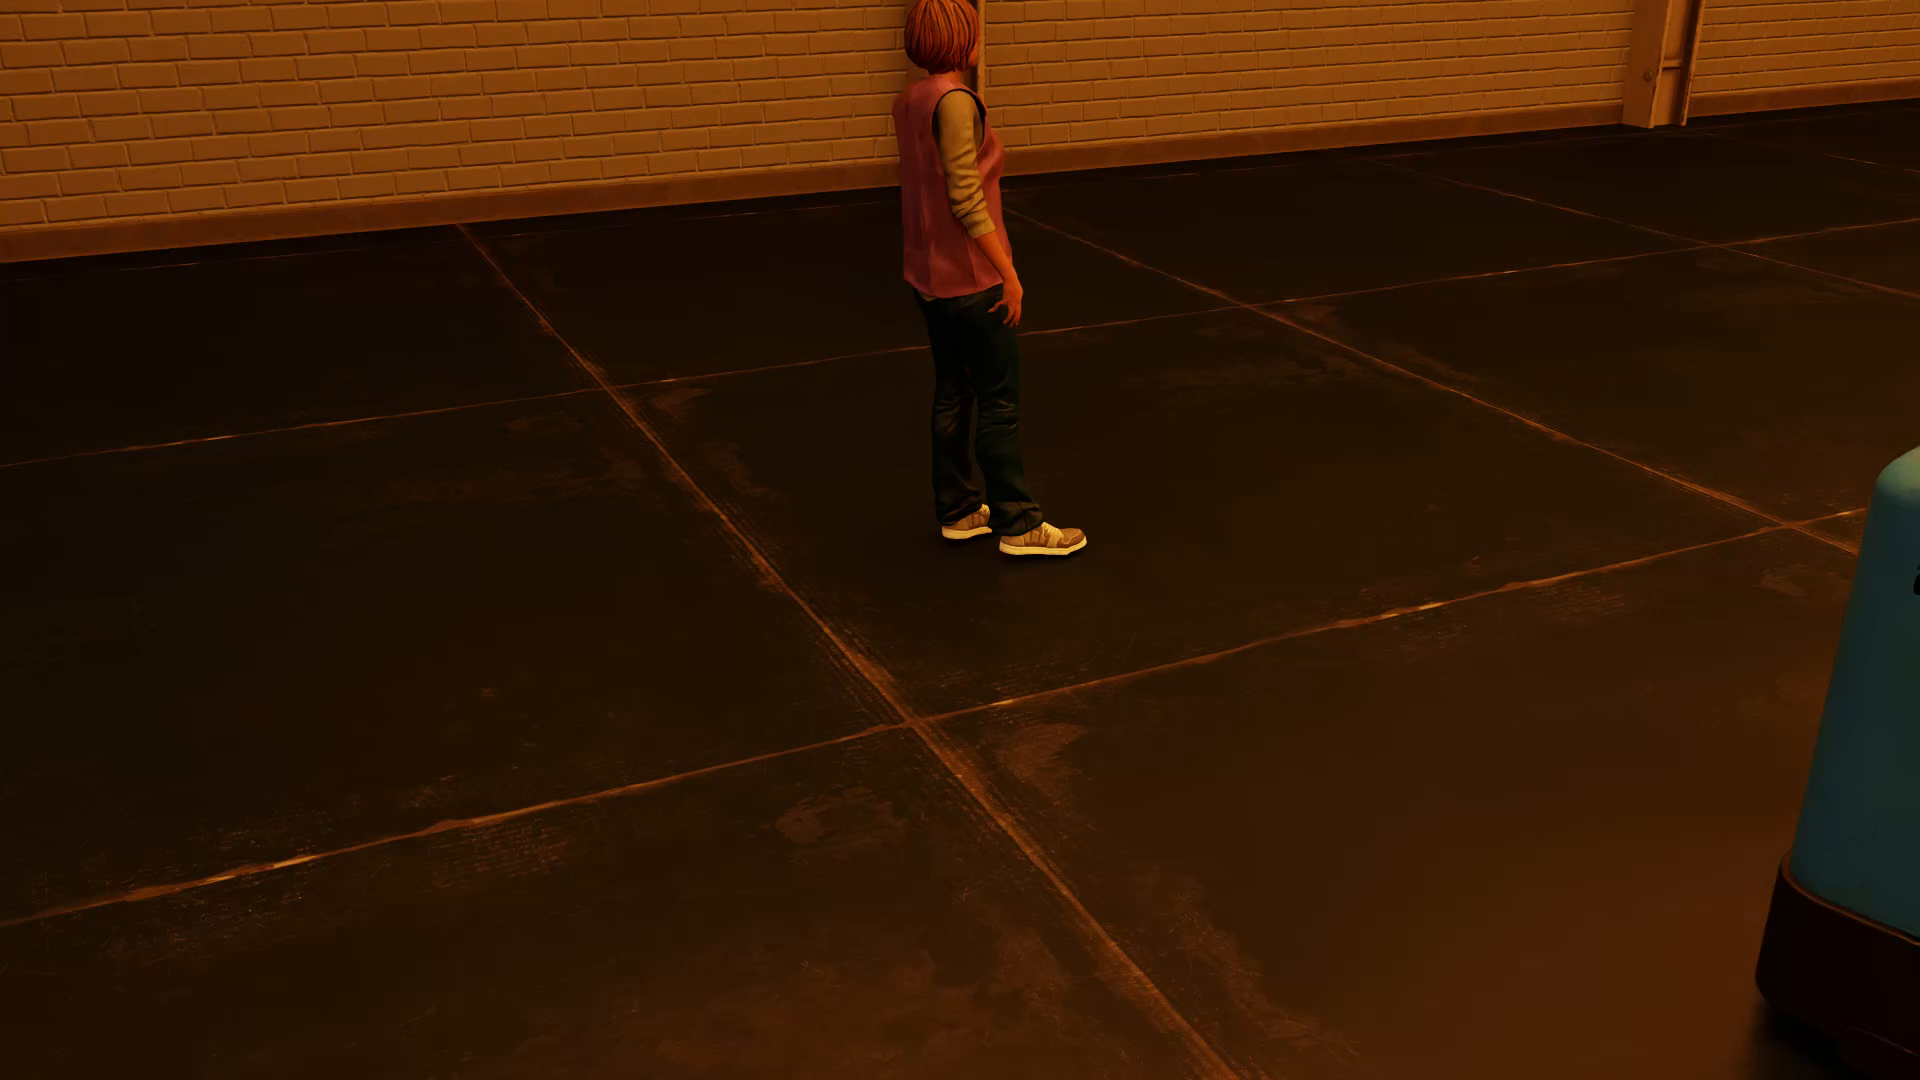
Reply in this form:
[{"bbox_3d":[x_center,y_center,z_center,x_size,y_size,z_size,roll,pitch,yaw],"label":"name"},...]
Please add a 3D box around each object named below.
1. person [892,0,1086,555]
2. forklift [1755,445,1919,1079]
[{"bbox_3d":[0.073,-0.751,4.814,0.476,1.597,0.520,-10,25,-23],"label":"person"},{"bbox_3d":[2.795,-0.187,1.736,1.130,2.935,3.031,-19,29,-38],"label":"forklift"}]
